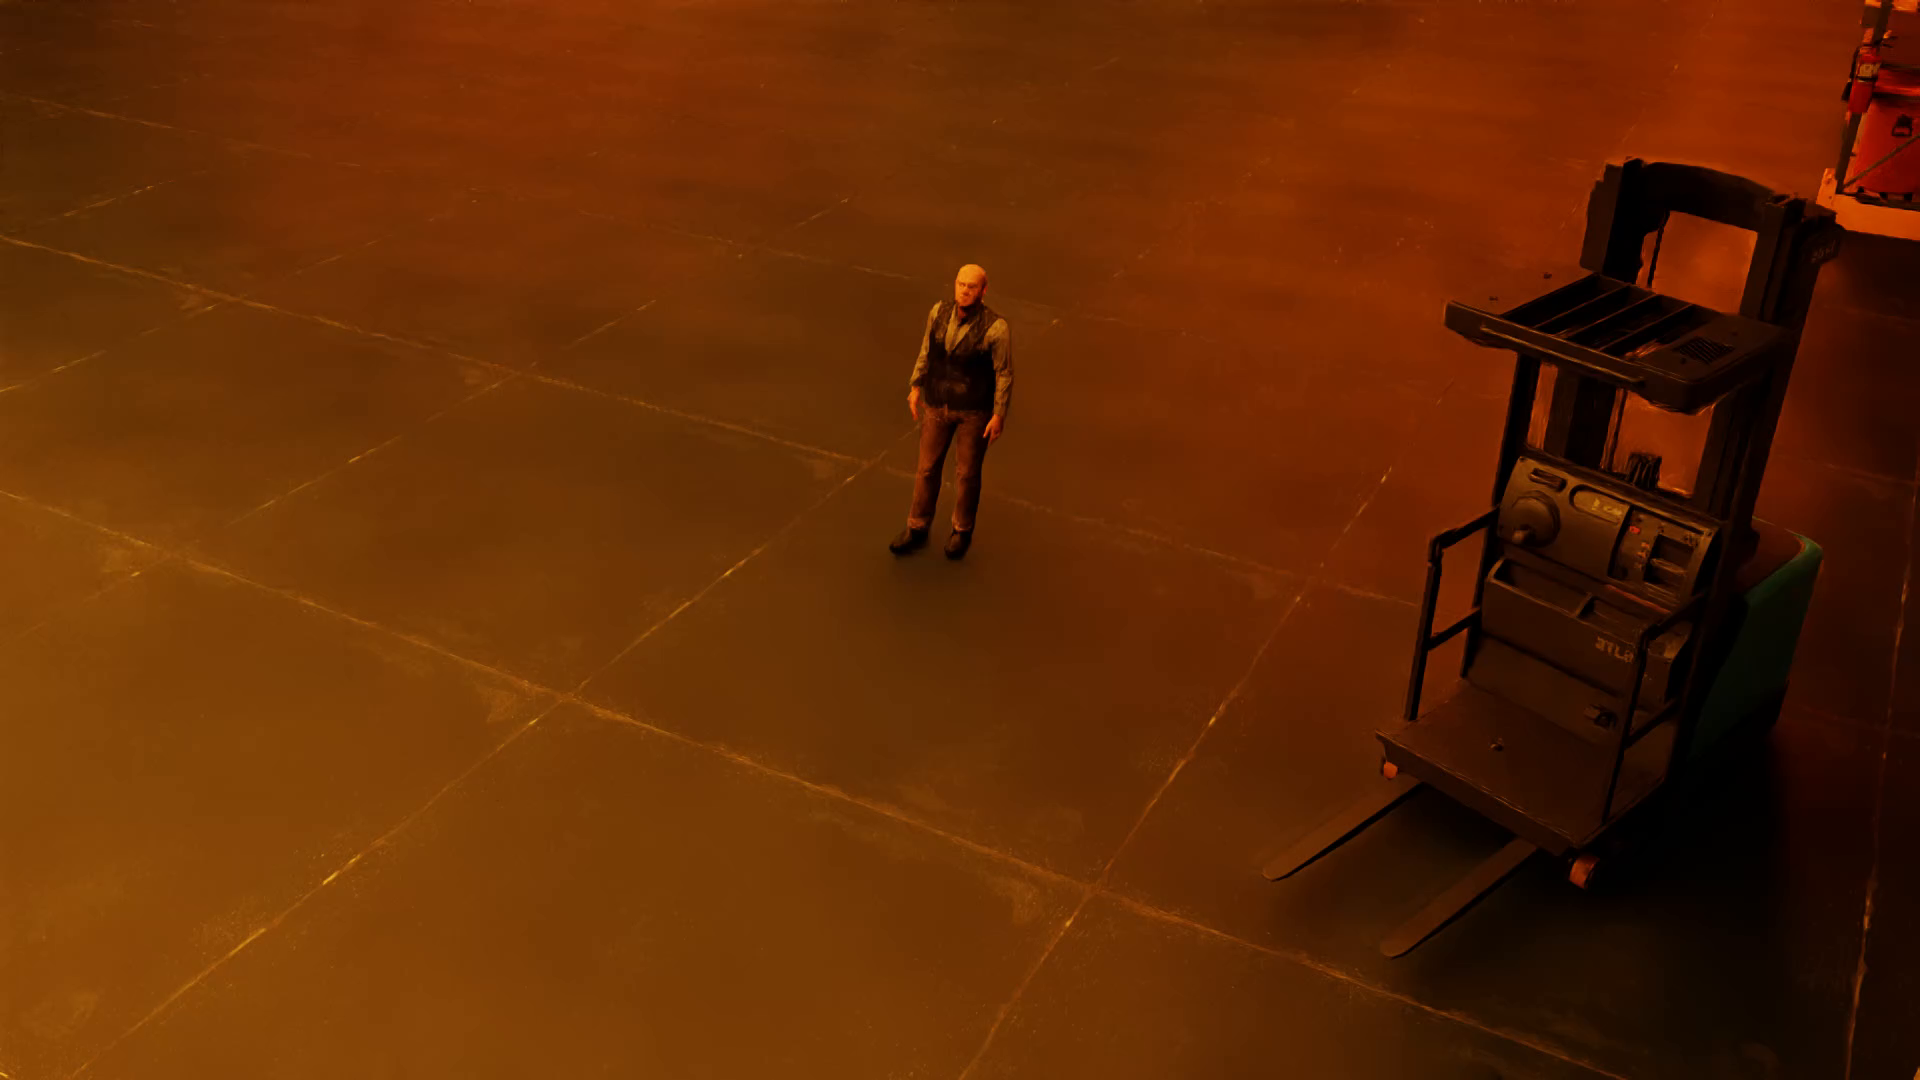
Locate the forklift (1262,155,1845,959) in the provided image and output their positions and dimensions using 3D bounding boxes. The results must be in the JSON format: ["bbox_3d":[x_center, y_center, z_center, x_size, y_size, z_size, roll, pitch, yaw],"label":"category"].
[{"bbox_3d":[2.645,-0.024,7.112,3.031,2.935,1.130,-24,37,-35],"label":"forklift"}]

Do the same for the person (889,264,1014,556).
[{"bbox_3d":[-0.037,-0.726,9.525,0.632,1.720,0.567,15,33,25],"label":"person"}]
